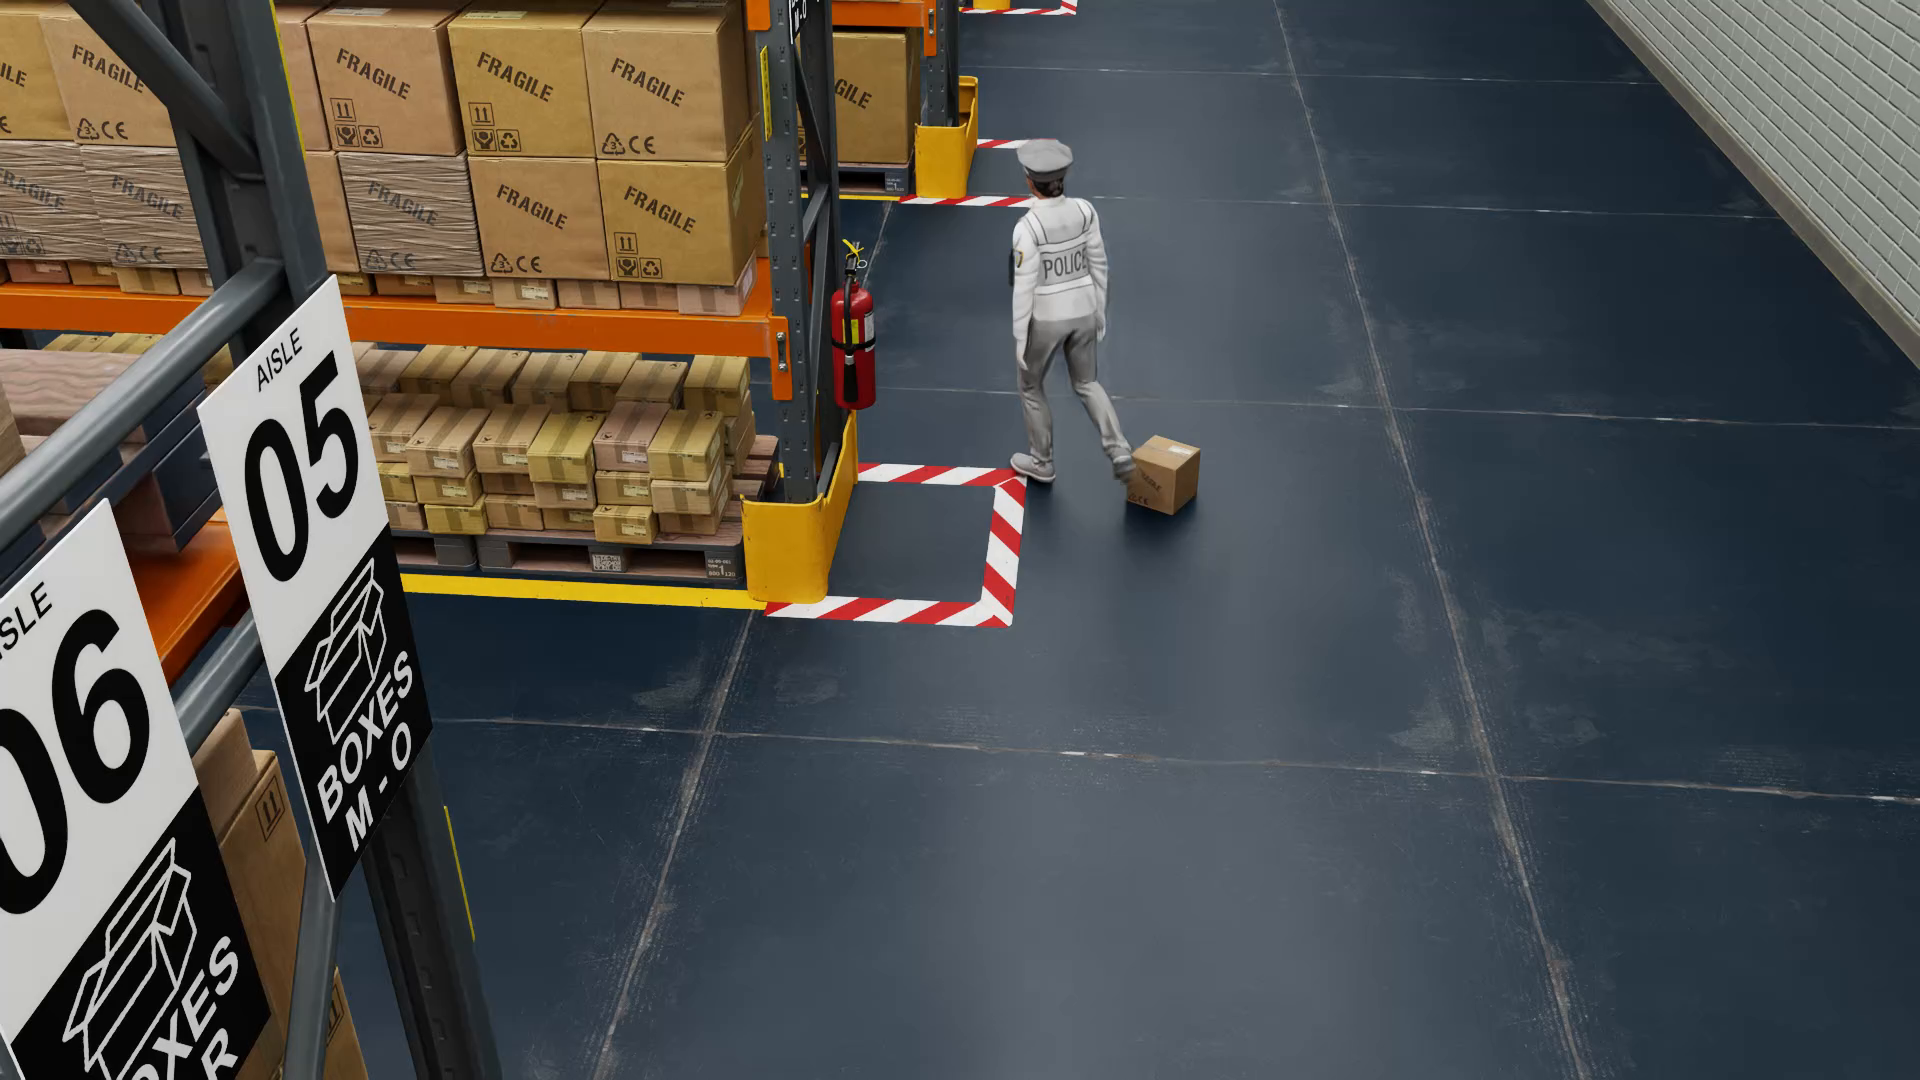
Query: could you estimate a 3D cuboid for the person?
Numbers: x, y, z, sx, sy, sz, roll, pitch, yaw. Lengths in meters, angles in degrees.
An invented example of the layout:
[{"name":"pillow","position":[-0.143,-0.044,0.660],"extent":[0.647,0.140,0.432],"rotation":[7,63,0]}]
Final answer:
[{"name":"person","position":[0.520,-0.962,7.651],"extent":[0.518,1.647,0.671],"rotation":[-18,36,-26]}]
